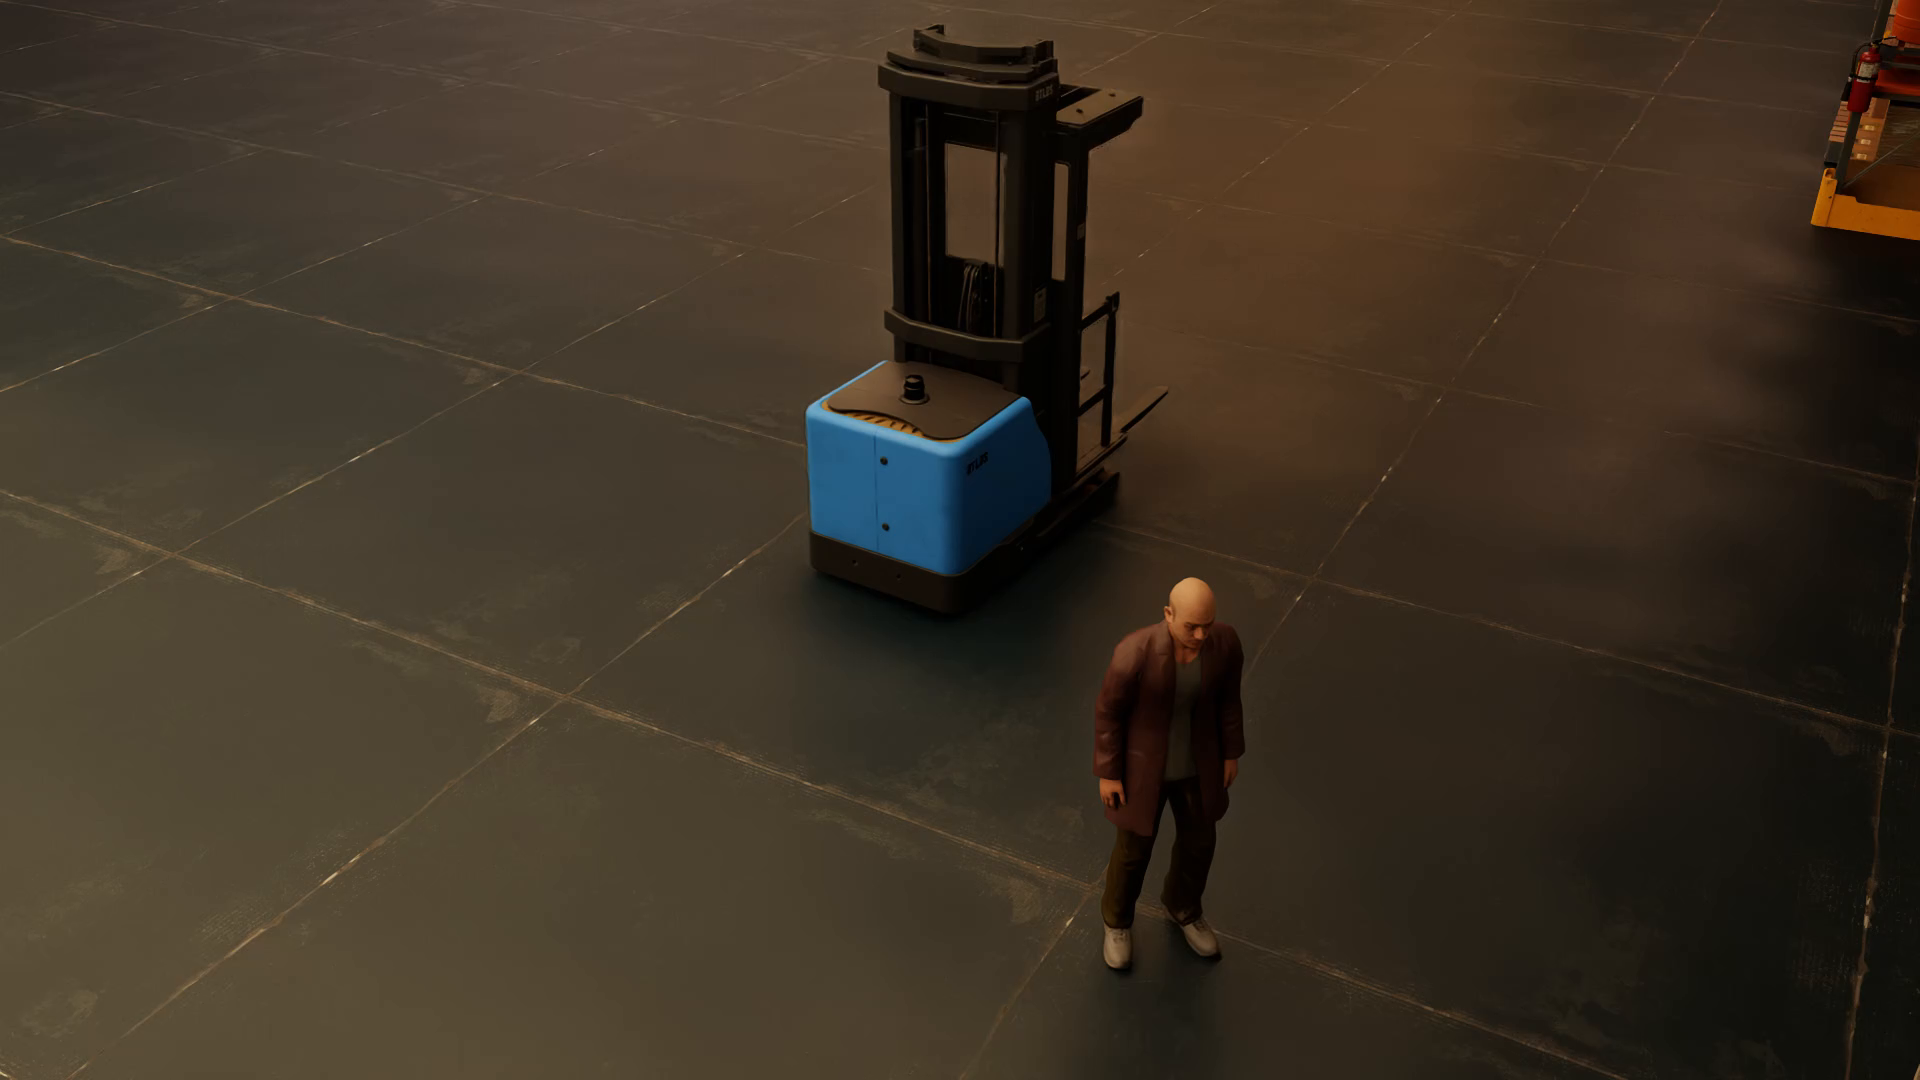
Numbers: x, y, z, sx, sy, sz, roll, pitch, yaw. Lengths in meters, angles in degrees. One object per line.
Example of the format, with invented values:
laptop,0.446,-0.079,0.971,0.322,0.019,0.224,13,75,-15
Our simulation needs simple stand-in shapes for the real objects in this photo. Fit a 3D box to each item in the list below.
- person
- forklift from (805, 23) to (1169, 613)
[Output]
person,0.842,0.908,6.657,0.644,1.774,0.437,-7,31,-12
forklift,0.341,-1.563,9.778,1.130,2.935,3.031,17,34,27
